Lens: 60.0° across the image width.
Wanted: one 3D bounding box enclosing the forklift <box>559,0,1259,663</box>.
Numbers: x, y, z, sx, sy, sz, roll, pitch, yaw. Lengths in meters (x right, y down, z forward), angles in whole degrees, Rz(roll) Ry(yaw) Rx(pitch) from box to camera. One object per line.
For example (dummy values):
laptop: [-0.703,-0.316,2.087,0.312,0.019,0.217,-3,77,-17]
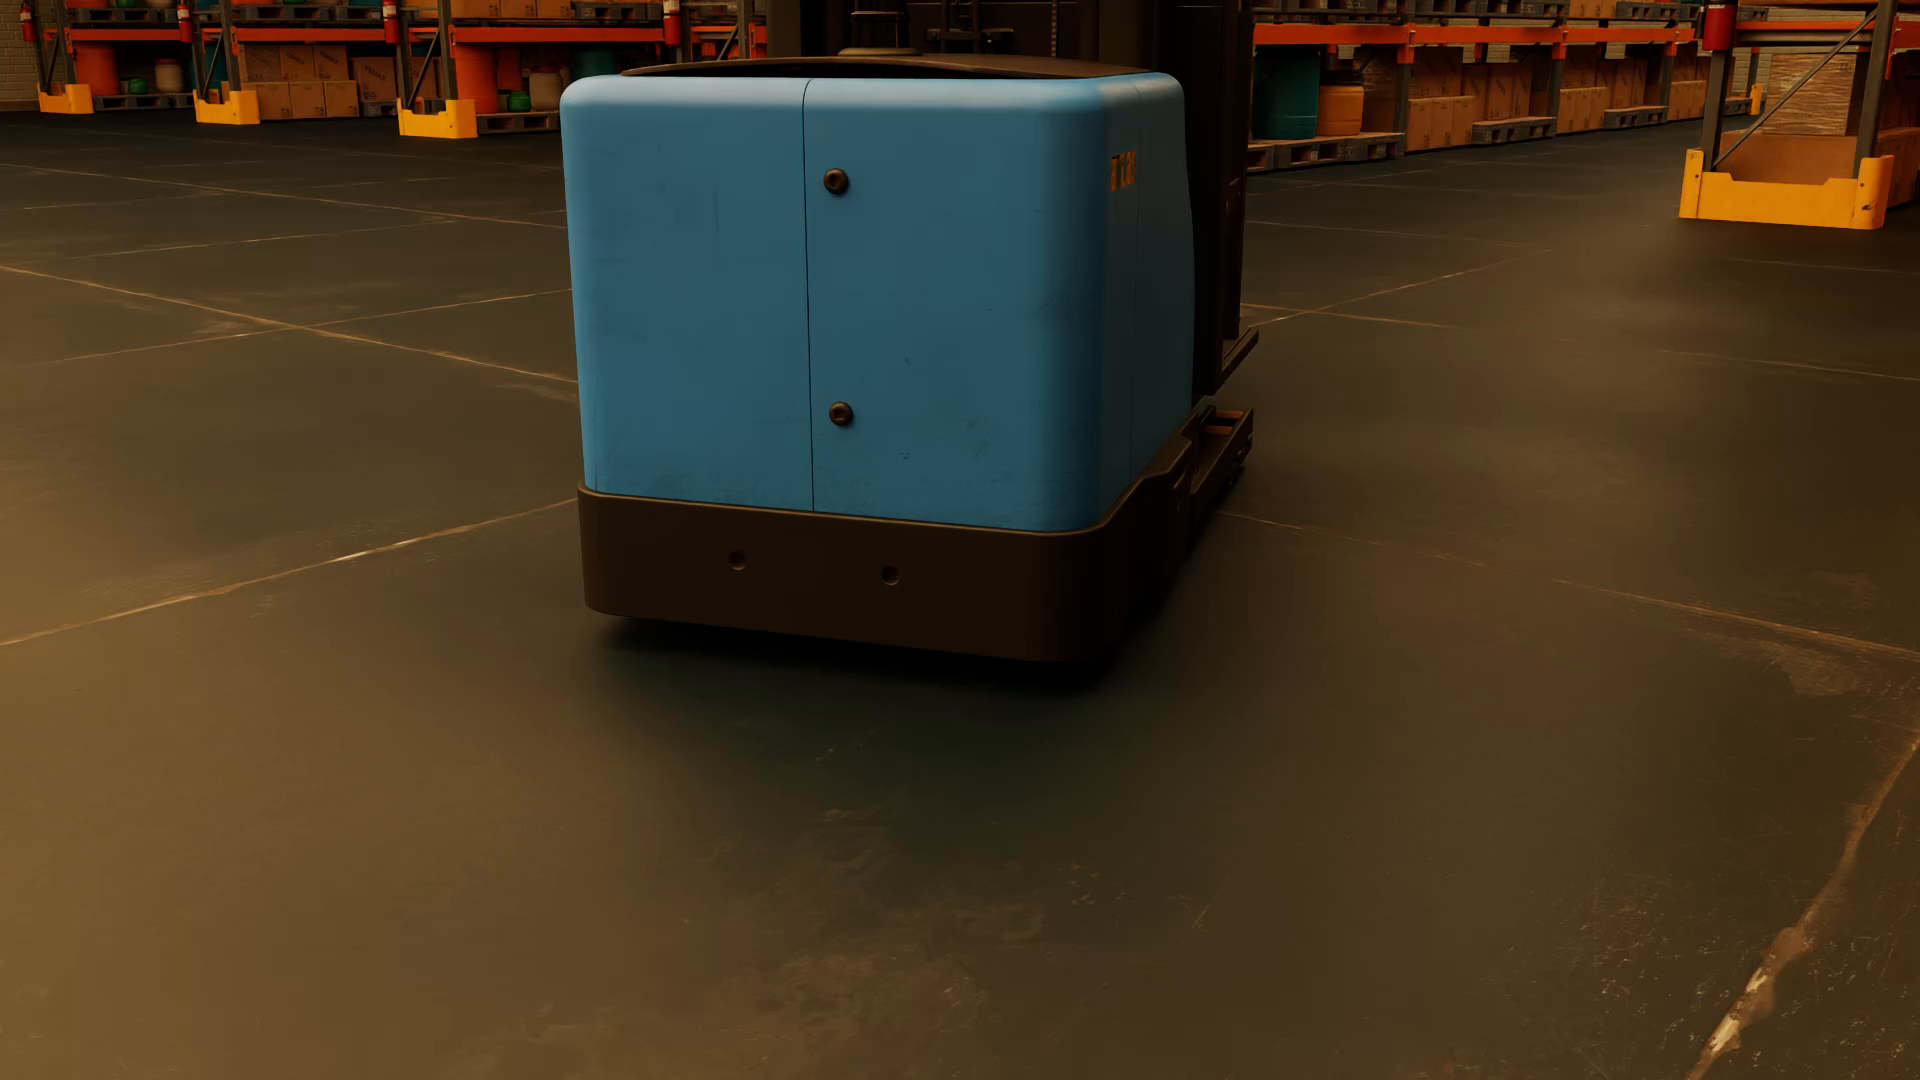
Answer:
forklift: [0.182,-1.571,4.072,1.130,2.935,3.031,5,18,17]
